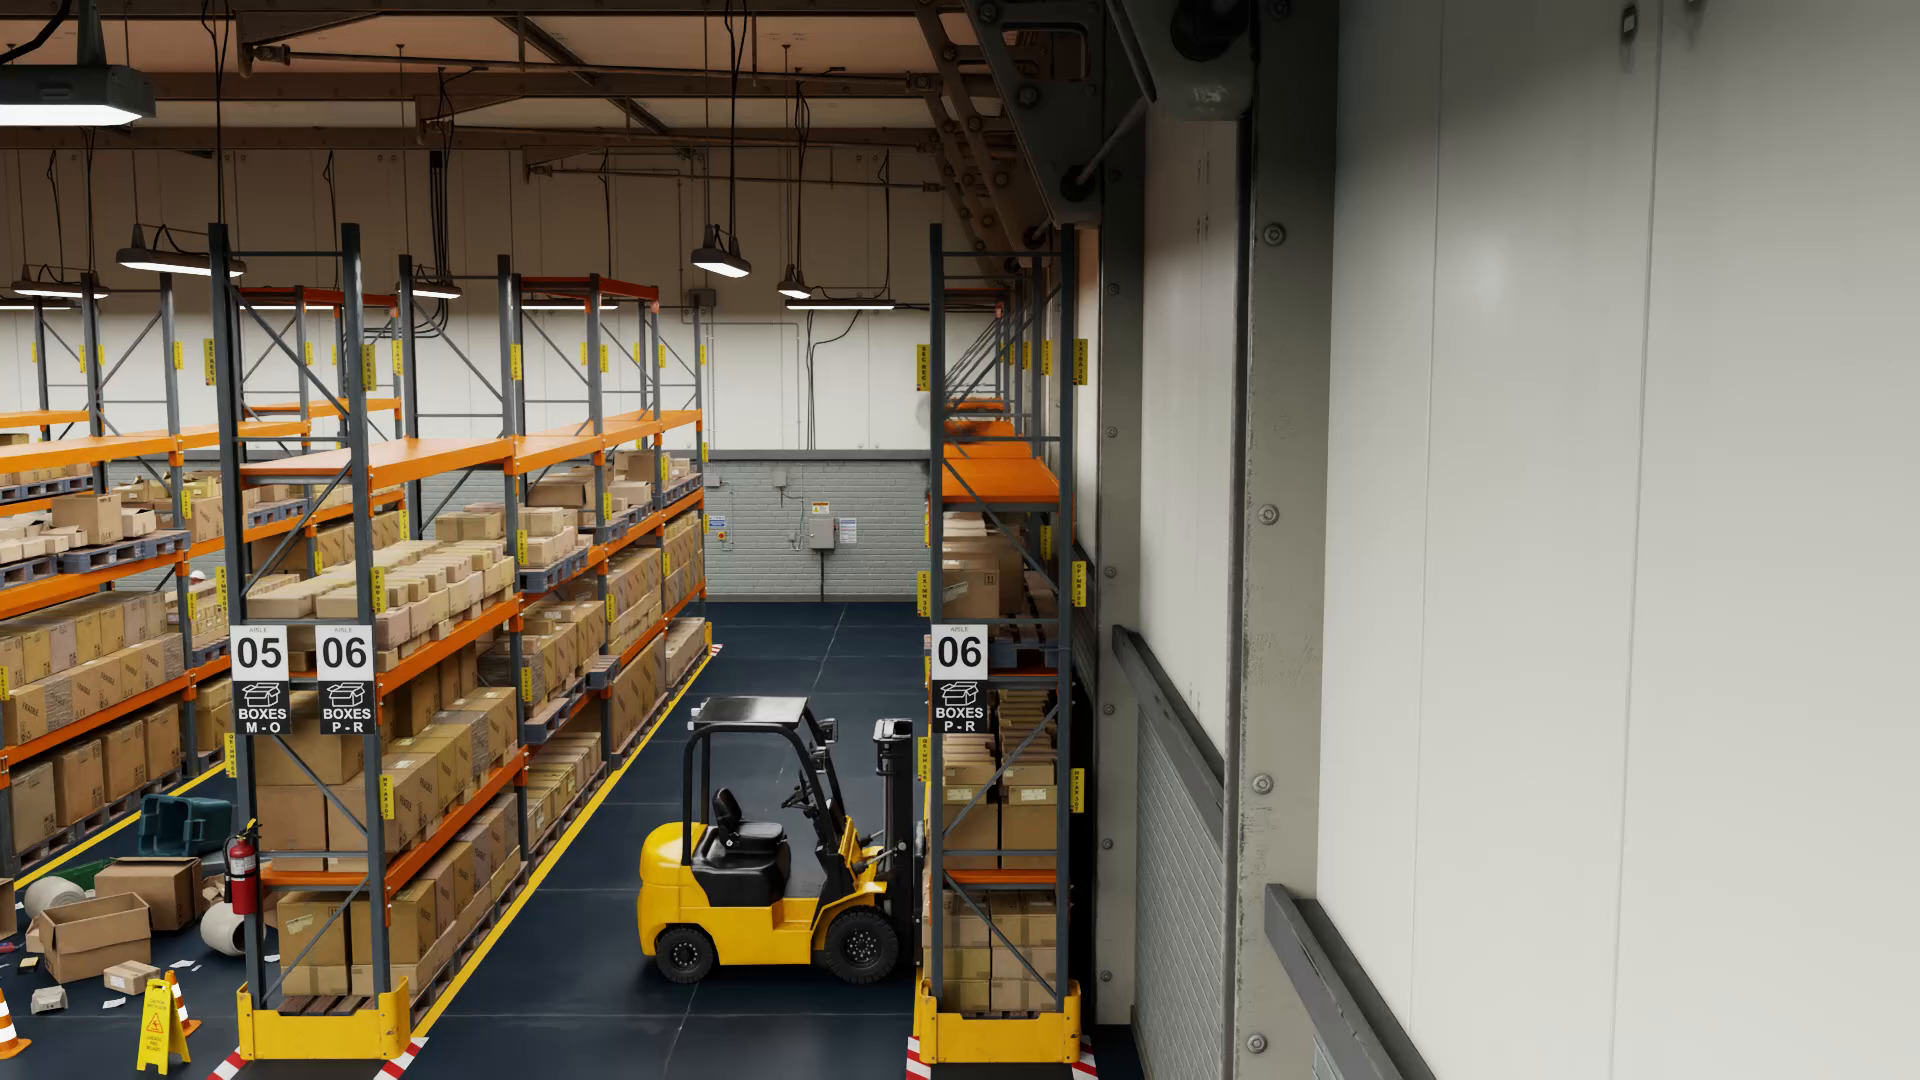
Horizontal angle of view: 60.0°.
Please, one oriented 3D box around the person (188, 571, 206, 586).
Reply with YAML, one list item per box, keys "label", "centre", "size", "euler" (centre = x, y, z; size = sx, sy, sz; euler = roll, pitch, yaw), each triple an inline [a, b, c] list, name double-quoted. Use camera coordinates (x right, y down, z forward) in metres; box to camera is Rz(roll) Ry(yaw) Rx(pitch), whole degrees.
- label: "person"
  centre: [-11.517, 1.343, 25.308]
  size: [0.669, 1.780, 0.951]
  euler: [1, 7, 5]
